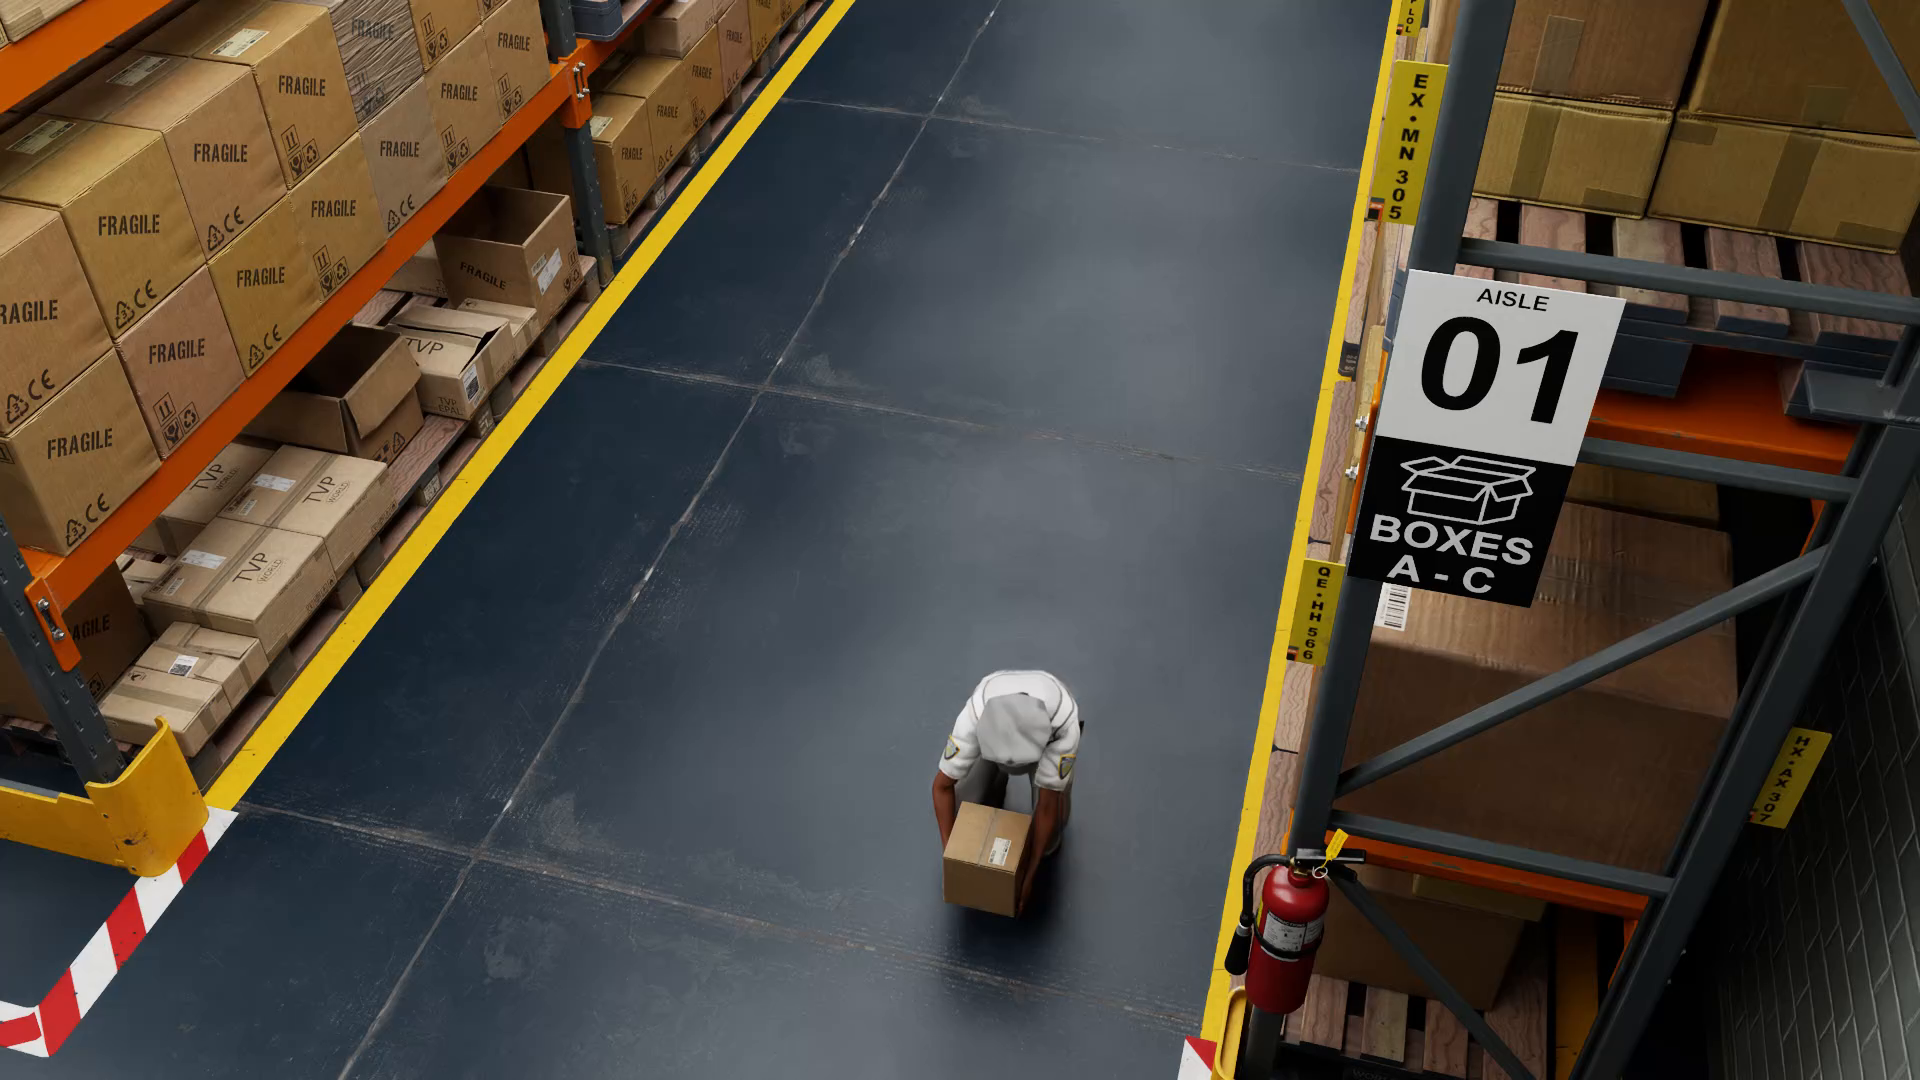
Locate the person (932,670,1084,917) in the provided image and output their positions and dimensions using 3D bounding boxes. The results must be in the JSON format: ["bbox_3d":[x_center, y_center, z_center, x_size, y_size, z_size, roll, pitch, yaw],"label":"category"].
[{"bbox_3d":[0.179,0.765,5.834,0.482,0.959,0.850,10,42,11],"label":"person"}]
